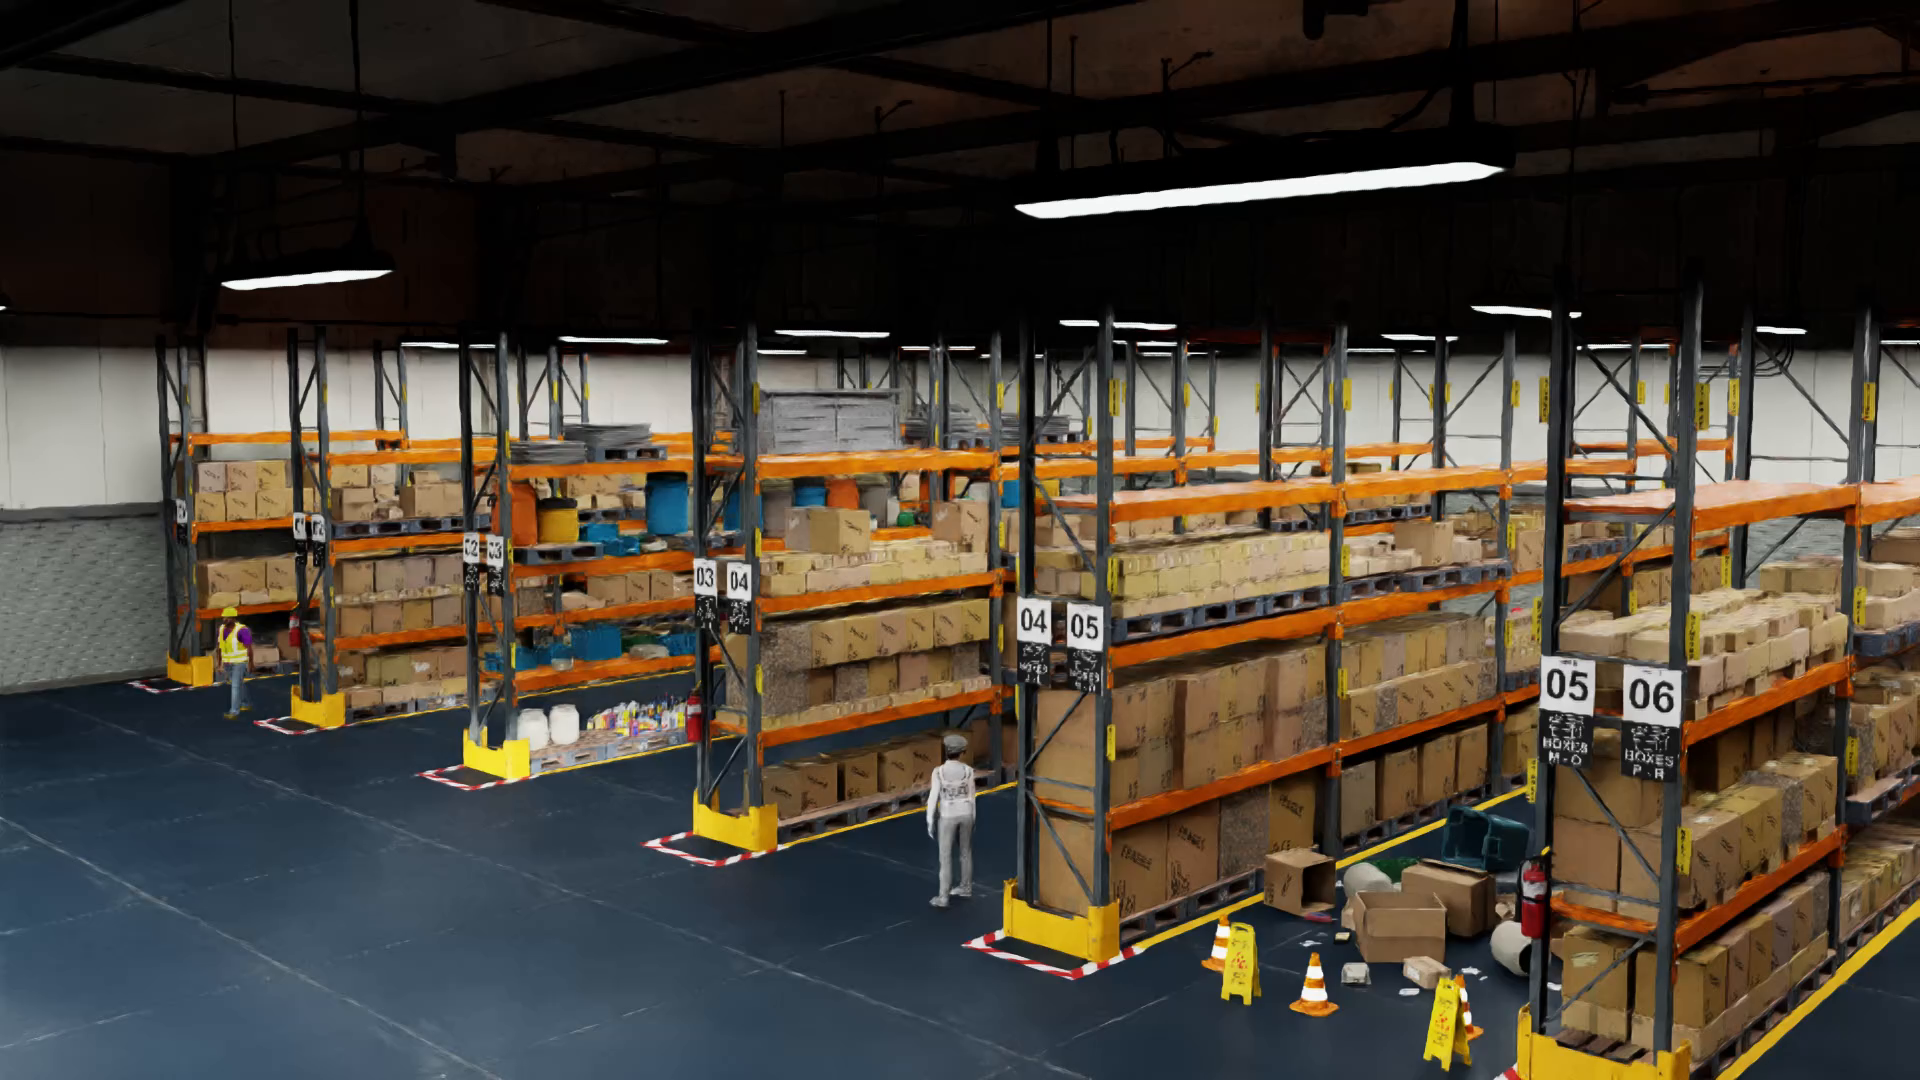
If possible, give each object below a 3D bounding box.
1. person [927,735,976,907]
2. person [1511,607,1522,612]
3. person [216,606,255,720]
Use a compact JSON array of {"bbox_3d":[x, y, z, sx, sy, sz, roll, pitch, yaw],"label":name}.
[{"bbox_3d":[-0.088,2.773,16.508,0.525,1.677,0.459,-2,6,-17],"label":"person"},{"bbox_3d":[8.620,1.877,25.745,1.104,1.707,0.553,-5,7,-44],"label":"person"},{"bbox_3d":[-11.258,1.887,25.728,0.581,1.732,0.913,2,6,21],"label":"person"}]
